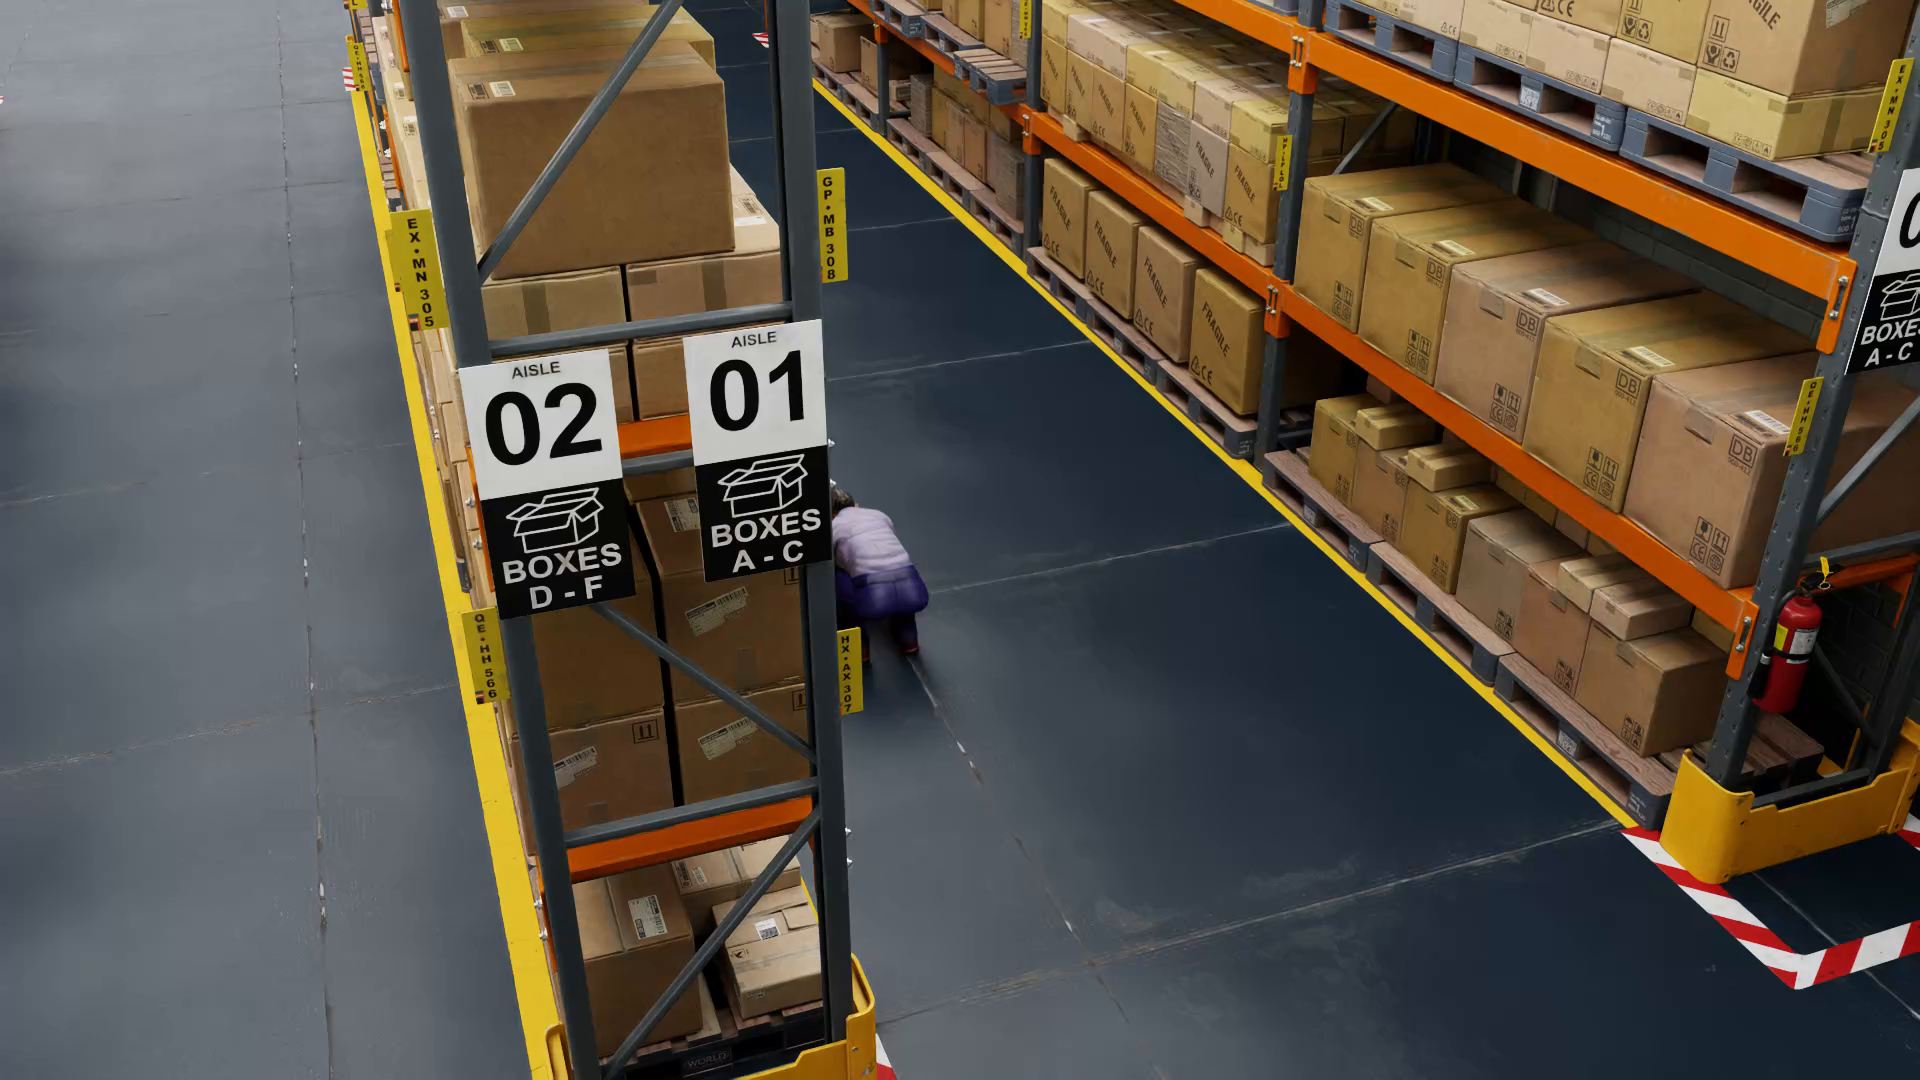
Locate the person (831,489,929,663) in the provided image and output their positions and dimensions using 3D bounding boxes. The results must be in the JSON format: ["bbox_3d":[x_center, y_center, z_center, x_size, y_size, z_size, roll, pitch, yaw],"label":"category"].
[{"bbox_3d":[-0.498,0.211,8.949,0.517,0.785,0.866,-11,32,-19],"label":"person"}]
